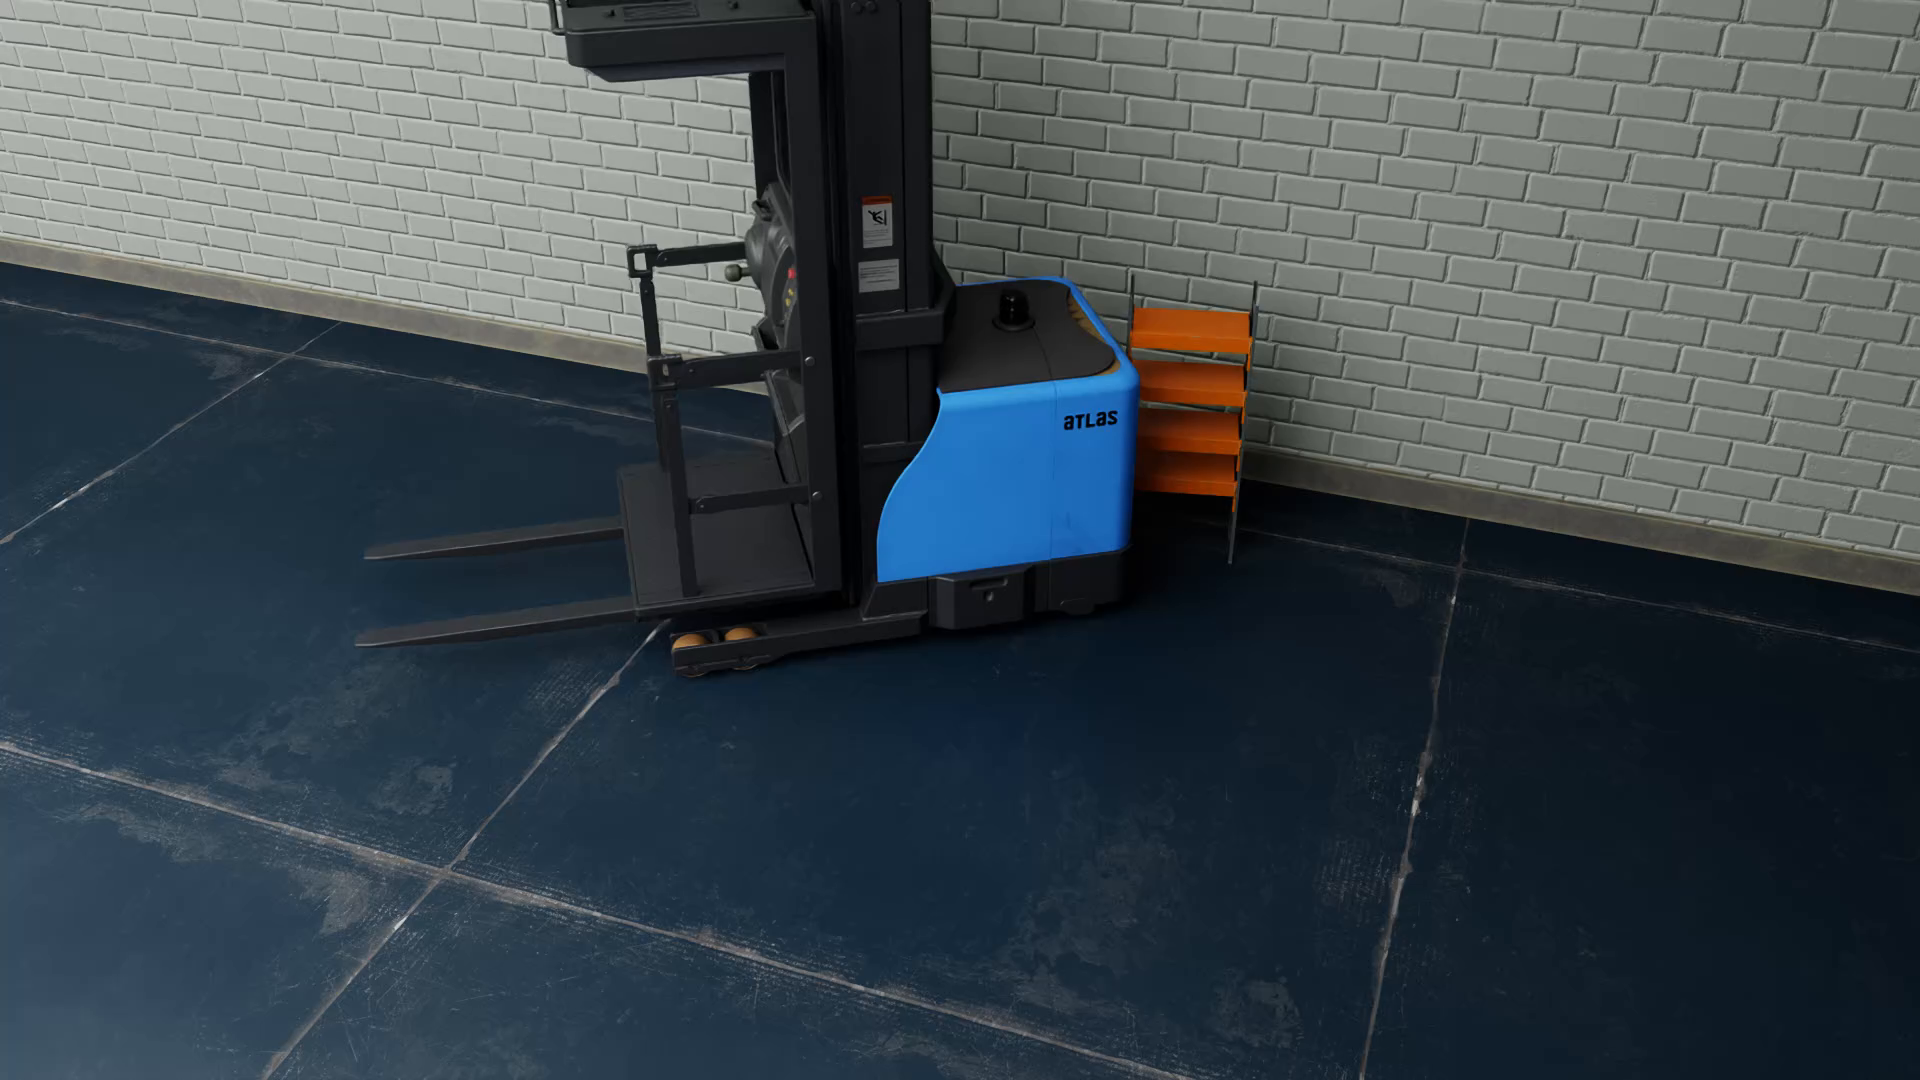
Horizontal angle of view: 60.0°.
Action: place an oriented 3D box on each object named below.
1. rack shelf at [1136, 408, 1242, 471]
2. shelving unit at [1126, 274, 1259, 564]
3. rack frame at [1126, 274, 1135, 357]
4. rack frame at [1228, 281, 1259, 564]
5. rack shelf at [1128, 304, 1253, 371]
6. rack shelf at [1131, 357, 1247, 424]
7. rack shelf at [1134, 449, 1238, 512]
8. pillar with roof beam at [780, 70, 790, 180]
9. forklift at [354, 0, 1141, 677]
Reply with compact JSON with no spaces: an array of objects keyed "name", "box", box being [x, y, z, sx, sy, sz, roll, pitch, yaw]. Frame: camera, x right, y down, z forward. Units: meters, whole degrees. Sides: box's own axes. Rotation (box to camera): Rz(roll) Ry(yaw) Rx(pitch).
[{"name":"rack shelf","box":[0.925,-0.427,6.930,0.480,0.148,0.258,4,33,6]},{"name":"shelving unit","box":[0.925,-0.484,6.893,0.503,1.200,0.258,4,33,6]},{"name":"rack frame","box":[0.683,-0.501,6.920,0.015,1.200,0.240,4,33,6]},{"name":"rack frame","box":[1.167,-0.467,6.867,0.015,1.200,0.240,4,33,6]},{"name":"rack shelf","box":[0.925,-0.814,6.680,0.480,0.148,0.258,4,33,6]},{"name":"rack shelf","box":[0.925,-0.615,6.809,0.480,0.148,0.258,4,33,6]},{"name":"rack shelf","box":[0.925,-0.261,7.038,0.480,0.148,0.258,4,33,6]},{"name":"pillar with roof beam","box":[-2.049,-2.171,2.316,0.400,9.000,9.100,11,34,16]},{"name":"forklift","box":[-0.875,-1.017,6.122,3.031,2.935,1.130,-7,34,-11]}]
